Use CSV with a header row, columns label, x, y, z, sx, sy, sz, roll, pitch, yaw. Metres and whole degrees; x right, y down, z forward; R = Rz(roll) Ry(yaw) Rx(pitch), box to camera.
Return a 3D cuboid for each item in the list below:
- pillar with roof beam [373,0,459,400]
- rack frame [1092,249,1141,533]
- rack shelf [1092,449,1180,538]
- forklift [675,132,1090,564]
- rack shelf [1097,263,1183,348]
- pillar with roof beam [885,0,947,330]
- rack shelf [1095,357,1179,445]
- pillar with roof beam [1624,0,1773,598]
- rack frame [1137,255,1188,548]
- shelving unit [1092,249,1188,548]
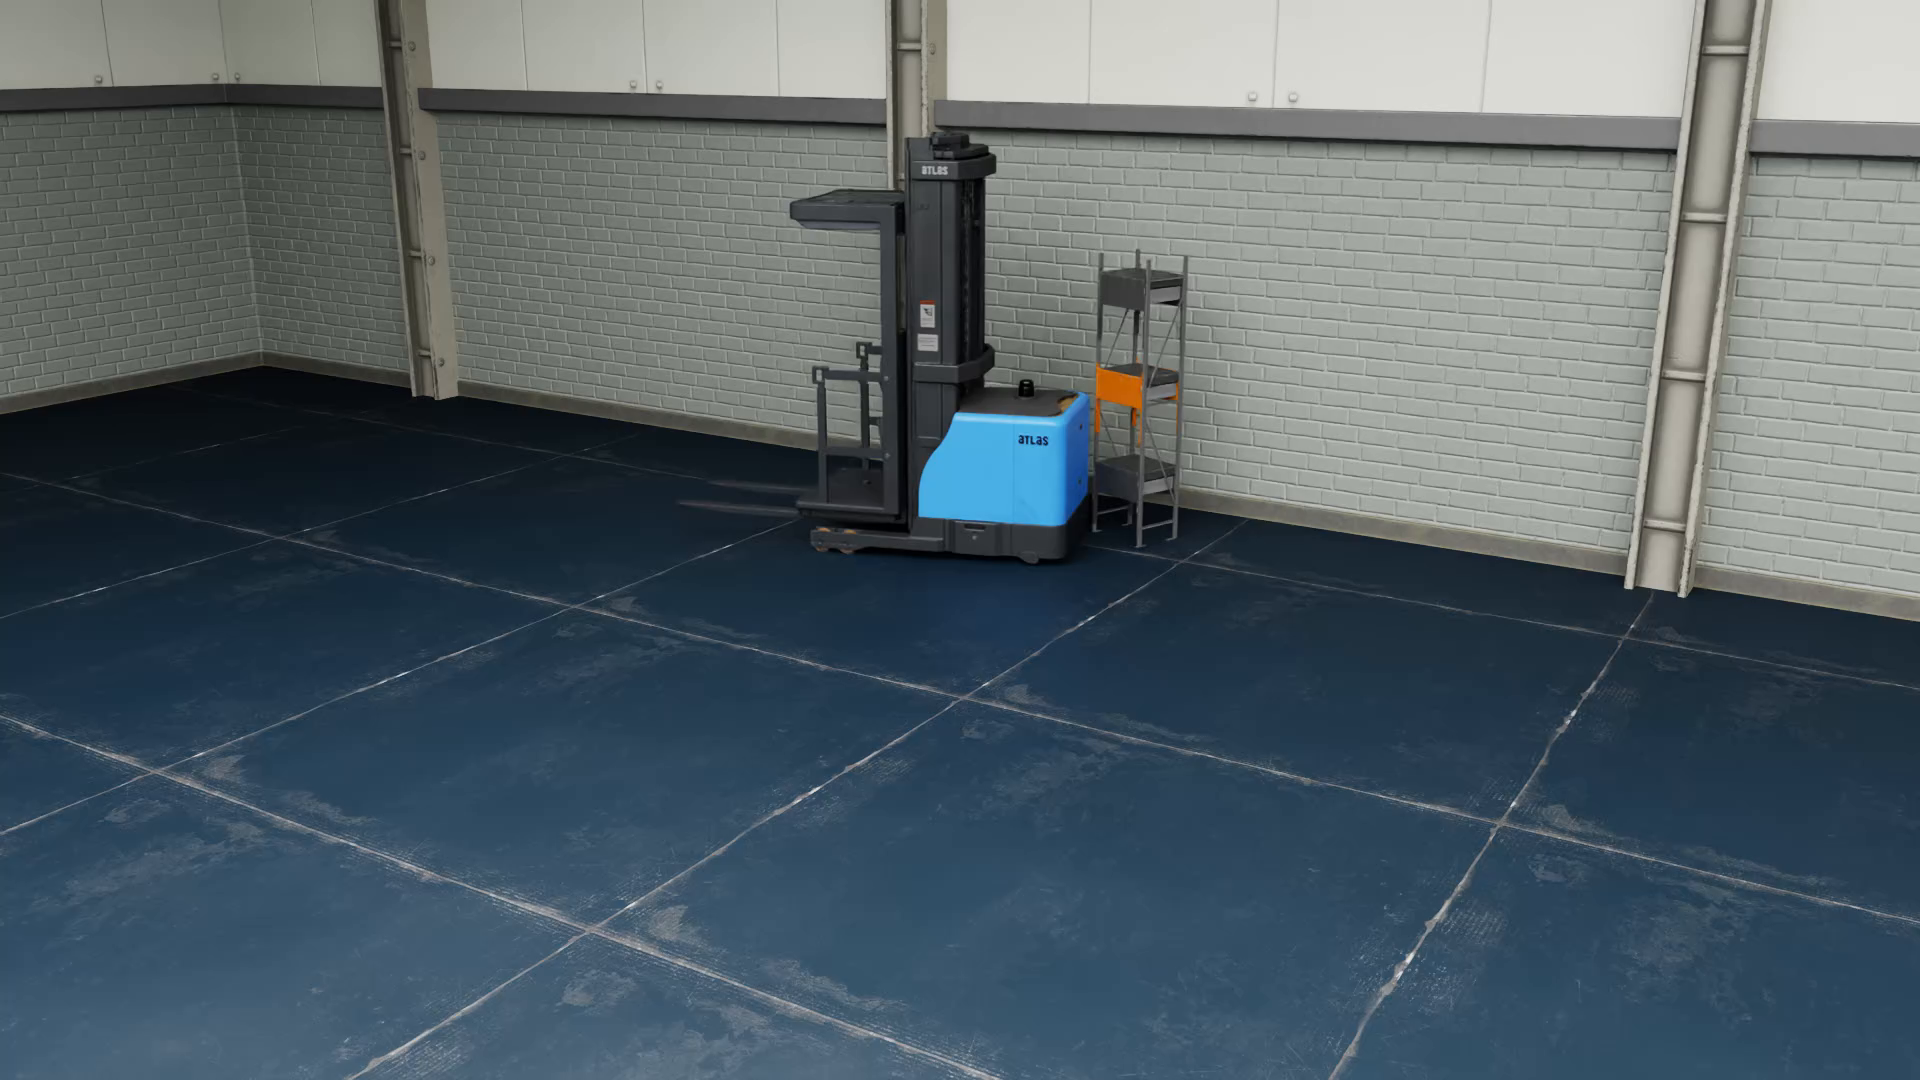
label,x,y,z,sx,sy,sz,roll,pitch,yaw
pillar with roof beam,-7.715,-4.747,12.527,0.400,9.000,9.100,10,20,30
rack frame,1.158,-1.092,12.362,0.400,2.100,0.015,-13,21,-36
rack shelf,1.308,-0.353,12.385,0.431,0.518,0.480,-13,21,-36
forklift,-0.602,-1.450,12.112,3.031,2.935,1.130,4,17,14
rack shelf,1.309,-1.693,11.978,0.431,0.518,0.480,-13,21,-36
pillar with roof beam,-2.602,-3.835,9.522,0.400,9.000,9.100,10,20,30
rack shelf,1.308,-1.023,12.181,0.431,0.518,0.480,-13,21,-36
pillar with roof beam,2.510,-2.922,6.518,0.400,9.000,9.100,10,20,30
rack frame,1.458,-0.980,11.993,0.400,2.100,0.015,-13,21,-36
shelving unit,1.308,-1.036,12.177,0.431,2.100,0.503,-13,21,-36
